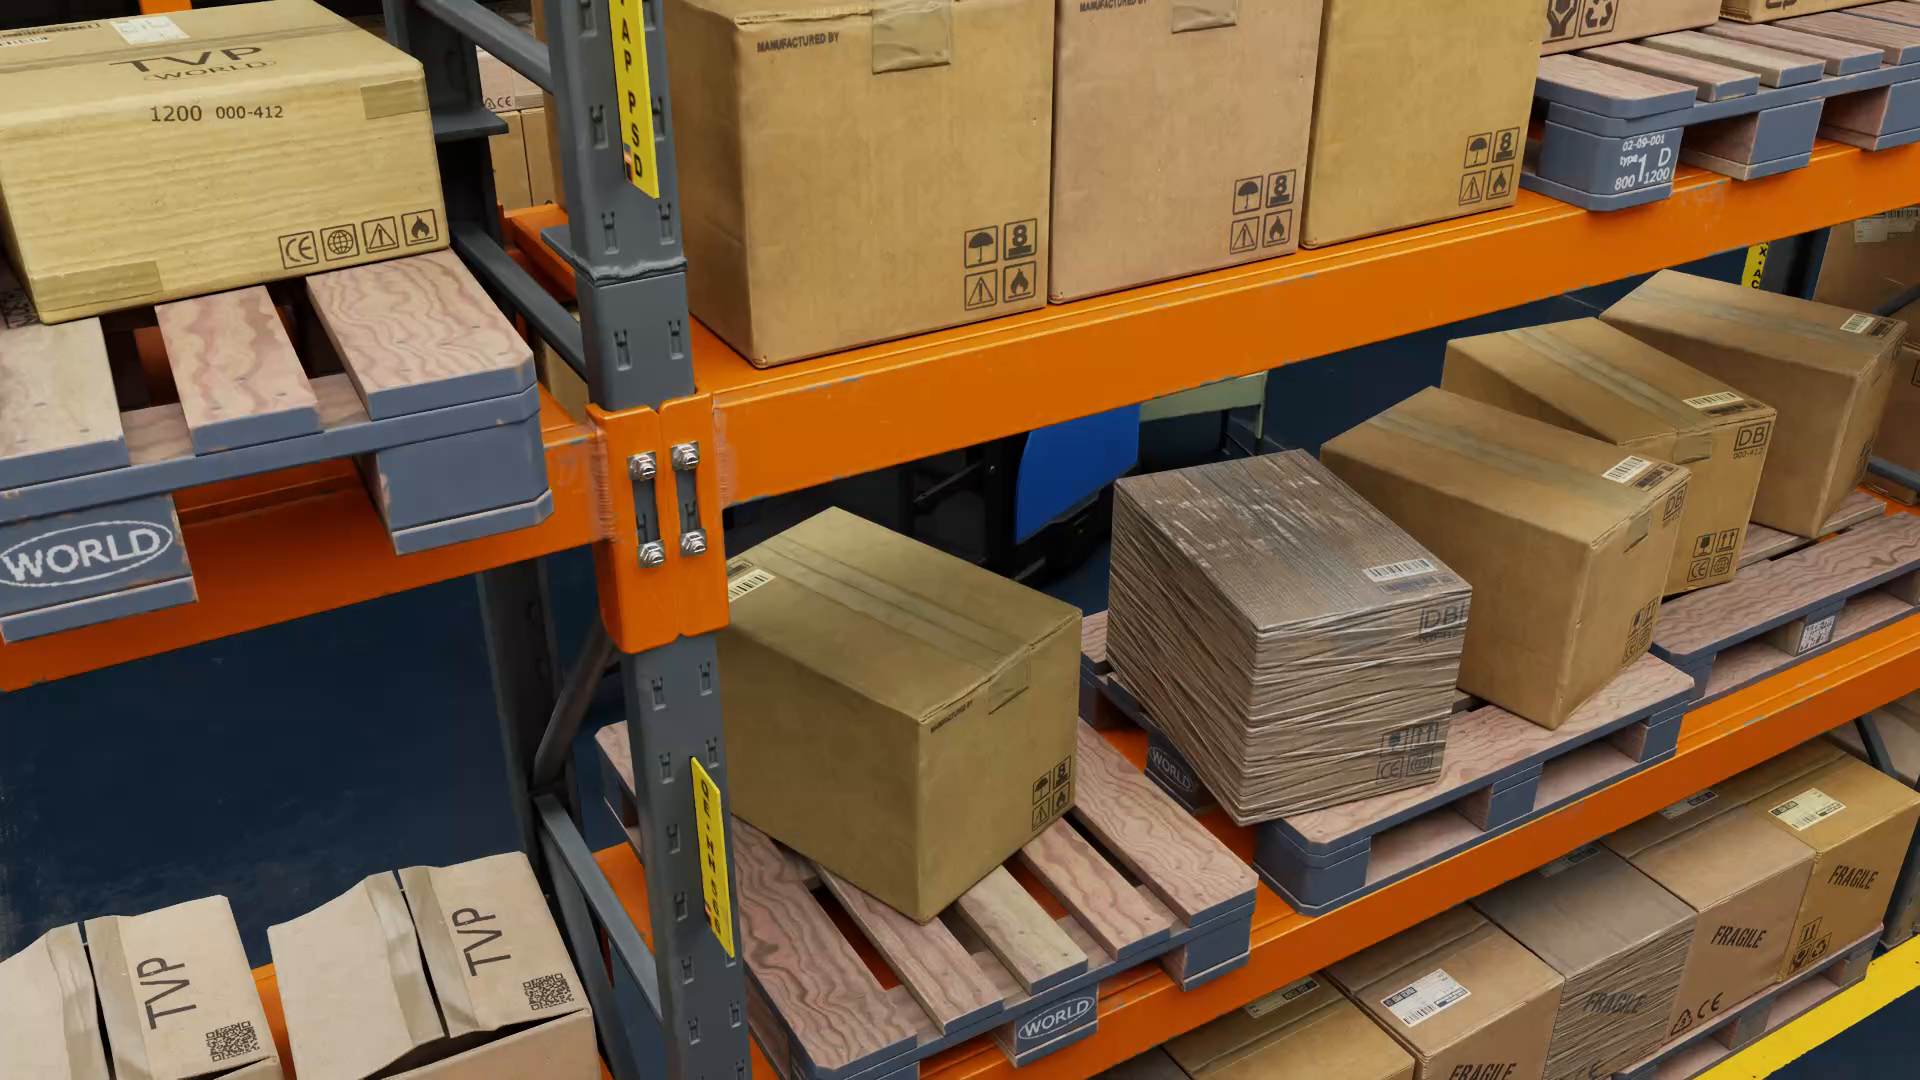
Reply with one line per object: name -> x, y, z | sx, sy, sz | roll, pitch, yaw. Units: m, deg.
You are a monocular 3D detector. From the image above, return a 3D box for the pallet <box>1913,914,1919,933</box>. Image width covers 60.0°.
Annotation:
pallet -> 3.377, 0.842, 6.006 | 1.213, 0.211, 1.003 | -16, 33, -26

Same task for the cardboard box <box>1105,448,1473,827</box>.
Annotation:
cardboard box -> 0.707, 0.195, 3.755 | 0.500, 0.500, 0.700 | -10, 30, -17

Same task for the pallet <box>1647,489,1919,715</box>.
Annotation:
pallet -> 2.040, 0.023, 4.803 | 1.213, 0.211, 1.003 | -16, 33, -26

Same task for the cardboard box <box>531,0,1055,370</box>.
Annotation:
cardboard box -> -0.305, -0.710, 2.724 | 0.500, 0.500, 0.910 | -16, 33, -26

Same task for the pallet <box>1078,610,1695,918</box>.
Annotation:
pallet -> 1.010, 0.374, 4.167 | 1.213, 0.211, 1.003 | -16, 33, -26

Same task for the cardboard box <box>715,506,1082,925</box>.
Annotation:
cardboard box -> -0.178, 0.339, 3.493 | 0.700, 0.500, 0.500 | 22, 36, 34

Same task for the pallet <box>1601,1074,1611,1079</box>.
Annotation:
pallet -> 1.050, 1.525, 4.768 | 1.213, 0.211, 1.003 | -16, 33, -26

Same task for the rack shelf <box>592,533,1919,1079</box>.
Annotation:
rack shelf -> 1.060, 0.593, 4.315 | 4.000, 0.370, 1.077 | -16, 33, -26

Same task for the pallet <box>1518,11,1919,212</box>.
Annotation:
pallet -> 1.294, -1.057, 3.651 | 1.003, 0.211, 1.213 | -16, 33, -26

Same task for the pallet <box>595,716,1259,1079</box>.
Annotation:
pallet -> -0.115, 0.657, 3.654 | 1.003, 0.211, 1.213 | -16, 33, -26

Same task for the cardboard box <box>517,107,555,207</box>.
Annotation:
cardboard box -> -1.744, -1.735, 7.358 | 0.500, 0.500, 0.500 | -16, 33, -27

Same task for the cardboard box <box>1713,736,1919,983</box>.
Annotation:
cardboard box -> 2.504, 0.931, 5.091 | 0.500, 0.500, 0.500 | -16, 33, -27

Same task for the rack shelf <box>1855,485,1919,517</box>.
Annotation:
rack shelf -> 4.509, -0.386, 6.090 | 4.000, 0.370, 1.077 | -16, 33, -26

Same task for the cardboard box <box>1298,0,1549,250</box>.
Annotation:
cardboard box -> 0.583, -0.962, 3.181 | 0.500, 0.500, 0.910 | -16, 33, -26

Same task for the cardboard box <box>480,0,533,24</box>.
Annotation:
cardboard box -> -2.025, -2.275, 7.559 | 0.500, 0.250, 0.500 | -17, 33, -28

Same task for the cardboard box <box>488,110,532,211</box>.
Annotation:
cardboard box -> -2.172, -1.614, 7.139 | 0.500, 0.500, 0.500 | -15, 32, -25

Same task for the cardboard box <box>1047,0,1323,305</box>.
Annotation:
cardboard box -> 0.135, -0.835, 2.951 | 0.500, 0.500, 0.910 | -16, 33, -26

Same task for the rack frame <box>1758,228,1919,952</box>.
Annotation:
rack frame -> 2.785, -0.211, 5.029 | 0.127, 3.000, 1.000 | -16, 33, -26

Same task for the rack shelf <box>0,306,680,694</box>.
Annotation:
rack shelf -> -2.388, 0.259, 1.816 | 4.000, 0.370, 1.077 | -16, 33, -26

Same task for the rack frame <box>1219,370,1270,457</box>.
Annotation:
rack frame -> 1.415, -1.040, 8.082 | 0.023, 1.500, 0.400 | -9, 30, -17

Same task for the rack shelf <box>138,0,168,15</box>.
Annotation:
rack shelf -> -4.901, -1.804, 5.554 | 4.000, 0.370, 1.077 | -16, 33, -26

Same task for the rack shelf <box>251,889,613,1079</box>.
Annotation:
rack shelf -> -2.388, 1.572, 2.541 | 4.000, 0.370, 1.077 | -16, 33, -26

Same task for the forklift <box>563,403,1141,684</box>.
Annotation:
forklift -> -0.442, -0.973, 6.479 | 1.130, 2.935, 3.031 | 20, 35, 32

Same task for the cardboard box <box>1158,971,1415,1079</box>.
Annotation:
cardboard box -> 0.757, 1.426, 4.193 | 0.500, 0.500, 0.500 | -16, 33, -27

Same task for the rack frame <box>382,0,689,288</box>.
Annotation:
rack frame -> -0.664, -1.859, 1.805 | 0.127, 3.000, 1.000 | -16, 33, -26

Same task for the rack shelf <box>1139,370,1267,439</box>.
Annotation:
rack shelf -> 1.069, -0.697, 8.135 | 0.720, 0.370, 0.431 | -9, 30, -17

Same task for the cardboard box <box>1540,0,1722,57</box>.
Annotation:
cardboard box -> 1.165, -1.376, 3.393 | 0.600, 0.600, 0.600 | -17, 33, -28

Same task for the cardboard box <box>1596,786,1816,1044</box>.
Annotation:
cardboard box -> 2.074, 1.048, 4.878 | 0.500, 0.500, 0.500 | -16, 33, -26

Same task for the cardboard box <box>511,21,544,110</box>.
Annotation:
cardboard box -> -1.763, -2.066, 7.180 | 0.500, 0.250, 0.500 | -16, 33, -26

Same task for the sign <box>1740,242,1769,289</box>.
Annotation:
sign -> 2.503, -0.815, 5.226 | 0.005, 0.325, 0.100 | -16, 33, -26

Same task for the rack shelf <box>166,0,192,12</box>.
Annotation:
rack shelf -> -1.452, -2.783, 7.328 | 4.000, 0.370, 1.077 | -16, 33, -26

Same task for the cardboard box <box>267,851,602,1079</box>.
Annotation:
cardboard box -> -1.000, 0.878, 3.148 | 0.500, 0.311, 0.500 | -14, 32, -23

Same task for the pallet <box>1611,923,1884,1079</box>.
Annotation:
pallet -> 2.103, 1.224, 5.313 | 1.213, 0.211, 1.003 | -16, 33, -26

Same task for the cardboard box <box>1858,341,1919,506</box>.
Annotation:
cardboard box -> 3.086, -0.484, 5.420 | 0.500, 0.500, 0.500 | -15, 32, -26

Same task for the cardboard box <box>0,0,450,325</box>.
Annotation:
cardboard box -> -1.027, -0.529, 2.221 | 0.500, 0.250, 0.500 | -19, 34, -30

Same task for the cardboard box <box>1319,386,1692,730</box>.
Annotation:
cardboard box -> 1.293, 0.019, 4.073 | 0.700, 0.500, 0.500 | 26, 38, 38

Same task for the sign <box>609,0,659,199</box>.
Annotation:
sign -> -0.390, -0.573, 1.963 | 0.005, 0.325, 0.100 | -16, 33, -26

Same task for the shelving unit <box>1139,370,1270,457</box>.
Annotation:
shelving unit -> 1.069, -0.982, 7.977 | 0.755, 1.500, 0.431 | -9, 30, -17

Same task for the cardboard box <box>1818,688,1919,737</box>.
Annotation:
cardboard box -> 3.132, 0.433, 5.993 | 0.500, 0.500, 0.500 | -16, 33, -26

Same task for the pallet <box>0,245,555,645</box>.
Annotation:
pallet -> -1.204, -0.260, 2.207 | 1.003, 0.211, 1.213 | -14, 32, -24

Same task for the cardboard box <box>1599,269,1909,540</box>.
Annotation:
cardboard box -> 2.263, -0.416, 4.862 | 0.700, 0.500, 0.500 | 22, 36, 34

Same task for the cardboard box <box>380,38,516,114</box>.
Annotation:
cardboard box -> -2.192, -1.942, 6.956 | 0.500, 0.250, 0.500 | -16, 33, -27

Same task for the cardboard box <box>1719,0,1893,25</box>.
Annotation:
cardboard box -> 1.748, -1.530, 3.673 | 0.600, 0.600, 0.600 | -16, 33, -27

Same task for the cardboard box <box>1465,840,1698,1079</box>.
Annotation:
cardboard box -> 1.641, 1.171, 4.656 | 0.500, 0.500, 0.500 | -15, 32, -26

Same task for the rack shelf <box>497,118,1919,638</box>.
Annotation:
rack shelf -> 1.060, -0.720, 3.591 | 4.000, 0.370, 1.077 | -16, 33, -26

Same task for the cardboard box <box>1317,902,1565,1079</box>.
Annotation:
cardboard box -> 1.204, 1.296, 4.429 | 0.500, 0.500, 0.500 | -17, 33, -28

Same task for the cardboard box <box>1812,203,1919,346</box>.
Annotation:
cardboard box -> 3.090, -0.925, 5.183 | 0.500, 0.500, 0.500 | -16, 33, -26

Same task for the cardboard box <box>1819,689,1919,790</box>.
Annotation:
cardboard box -> 3.256, 0.761, 5.595 | 0.500, 0.311, 0.500 | -16, 33, -26

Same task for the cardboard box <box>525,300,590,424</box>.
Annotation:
cardboard box -> -1.718, -0.875, 8.021 | 0.750, 0.750, 0.750 | -16, 33, -27

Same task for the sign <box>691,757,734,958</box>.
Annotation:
sign -> -0.380, 0.491, 2.557 | 0.005, 0.325, 0.100 | -16, 33, -26

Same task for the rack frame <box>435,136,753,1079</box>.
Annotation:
rack frame -> -0.664, 0.768, 3.254 | 0.127, 3.000, 1.000 | -16, 33, -26

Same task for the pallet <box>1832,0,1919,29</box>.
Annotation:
pallet -> 2.187, -1.312, 4.113 | 1.003, 0.211, 1.213 | -16, 33, -26

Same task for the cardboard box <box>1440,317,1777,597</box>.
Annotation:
cardboard box -> 1.702, -0.222, 4.509 | 0.500, 0.500, 0.700 | -11, 31, -19

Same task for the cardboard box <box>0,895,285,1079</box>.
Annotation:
cardboard box -> -1.533, 0.945, 3.025 | 0.500, 0.311, 0.500 | -16, 33, -27

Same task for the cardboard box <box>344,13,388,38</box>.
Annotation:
cardboard box -> -2.469, -2.150, 7.334 | 0.500, 0.250, 0.500 | -17, 33, -28

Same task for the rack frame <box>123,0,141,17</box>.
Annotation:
rack frame -> -3.177, -1.295, 6.992 | 0.127, 3.000, 1.000 | -16, 33, -26

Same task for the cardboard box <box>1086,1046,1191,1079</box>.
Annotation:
cardboard box -> 0.322, 1.547, 3.975 | 0.500, 0.500, 0.500 | -17, 33, -28
